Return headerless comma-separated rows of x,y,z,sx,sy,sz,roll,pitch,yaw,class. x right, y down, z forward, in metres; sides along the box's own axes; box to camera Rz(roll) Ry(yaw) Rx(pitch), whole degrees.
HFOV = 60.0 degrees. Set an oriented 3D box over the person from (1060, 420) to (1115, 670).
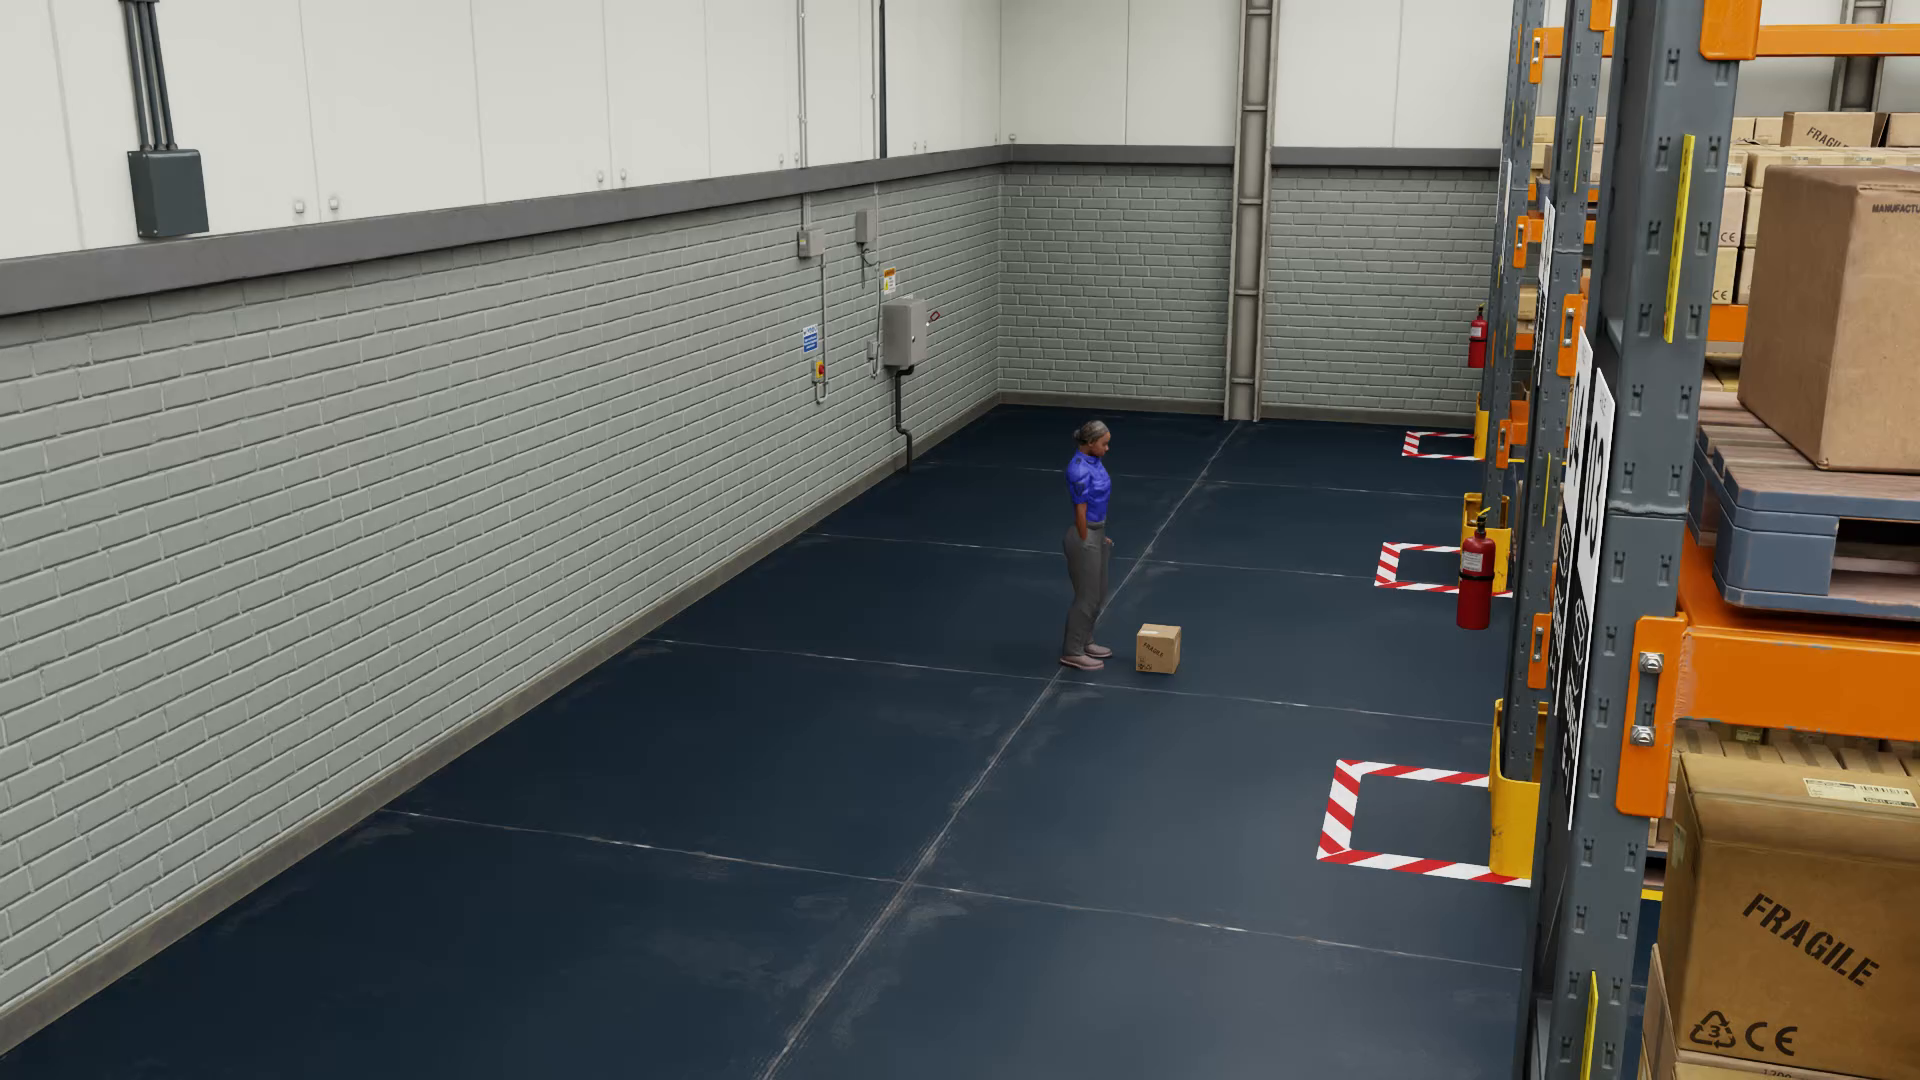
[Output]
0.853,0.013,11.017,0.305,1.650,0.441,5,16,17,person
